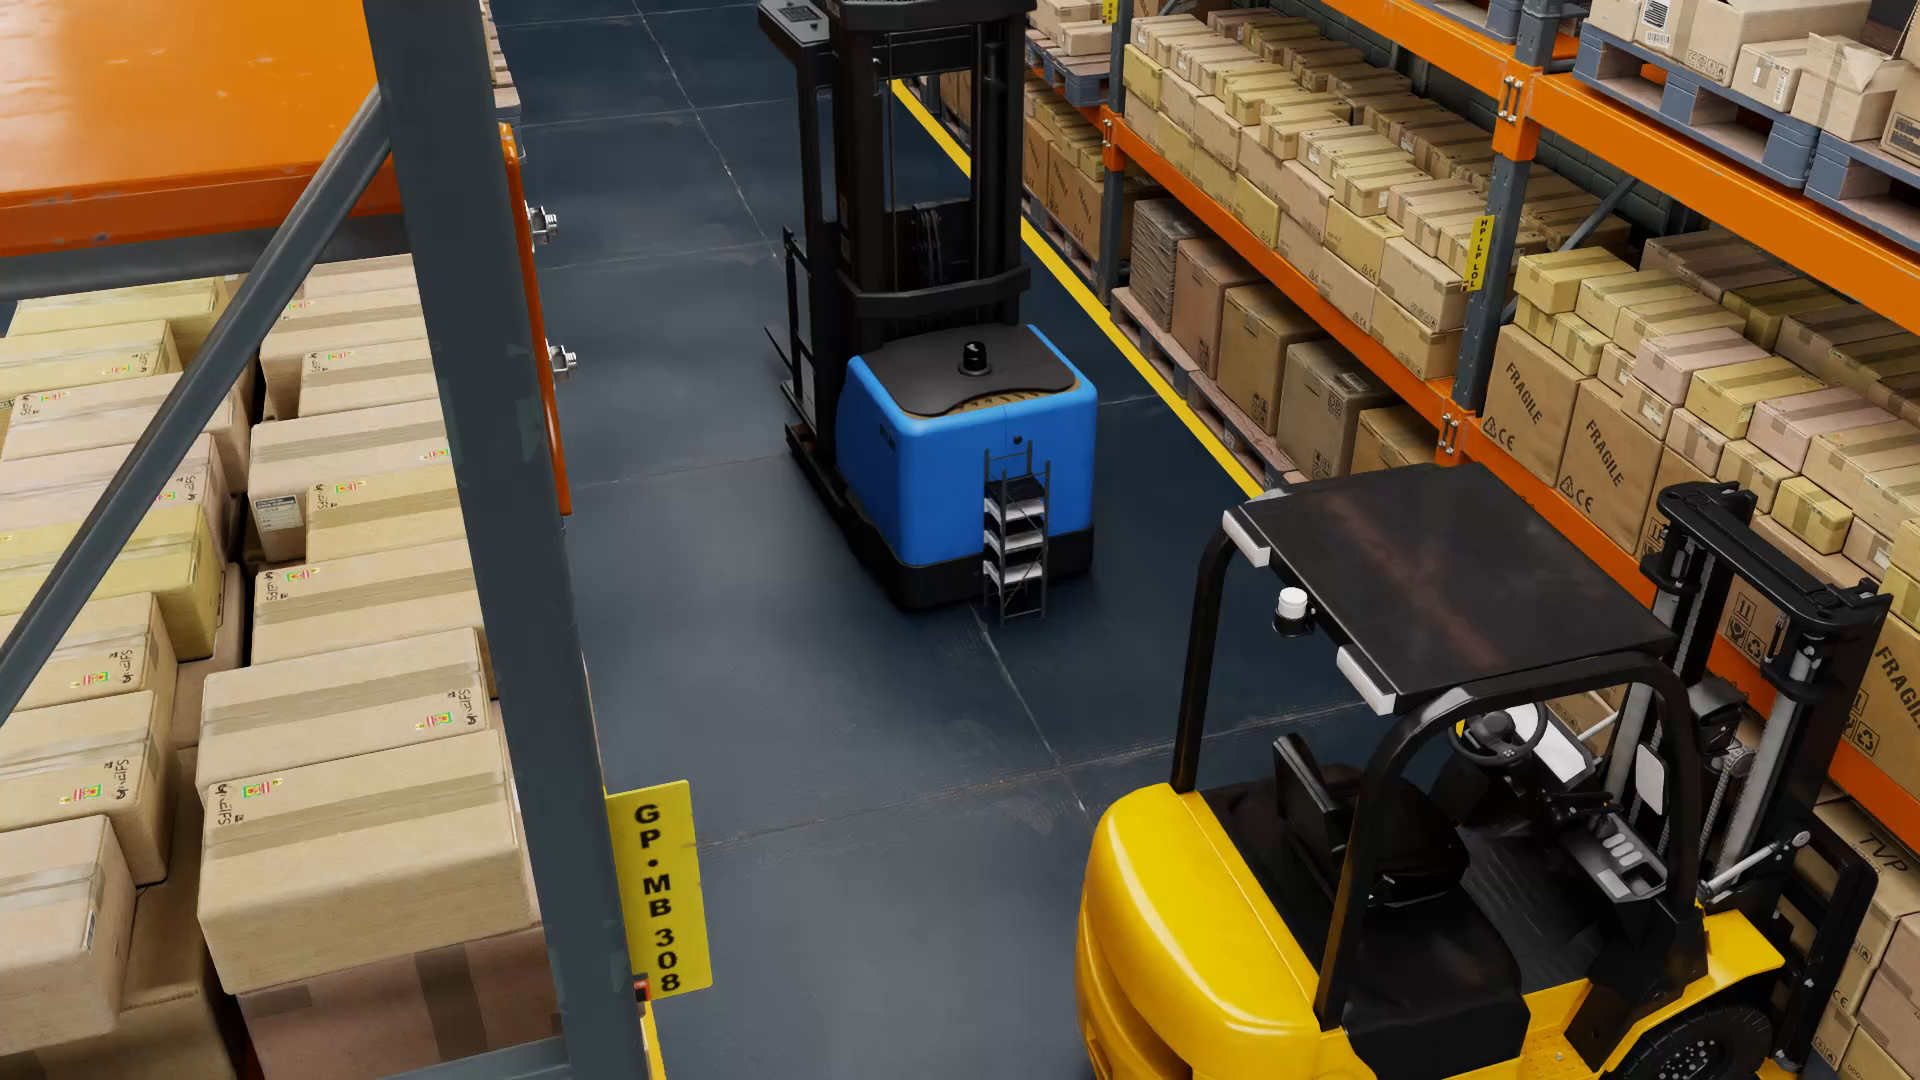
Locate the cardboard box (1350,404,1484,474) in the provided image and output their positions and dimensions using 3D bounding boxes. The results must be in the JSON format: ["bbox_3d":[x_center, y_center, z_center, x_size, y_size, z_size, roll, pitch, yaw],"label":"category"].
[{"bbox_3d":[2.474,-0.278,8.223,0.875,0.625,0.625,-8,34,-13],"label":"cardboard box"}]

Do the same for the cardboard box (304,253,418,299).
[{"bbox_3d":[-1.214,-0.537,3.625,0.380,0.149,0.250,-10,35,-14],"label":"cardboard box"}]

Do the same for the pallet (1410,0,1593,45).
[{"bbox_3d":[2.362,-2.454,7.196,0.805,0.209,1.217,-11,35,-17],"label":"pallet"}]

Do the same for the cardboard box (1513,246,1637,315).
[{"bbox_3d":[2.458,-1.041,6.656,0.380,0.149,0.250,-9,35,-14],"label":"cardboard box"}]

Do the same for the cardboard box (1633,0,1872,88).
[{"bbox_3d":[2.665,-1.775,5.604,0.500,0.311,0.500,-9,35,-14],"label":"cardboard box"}]

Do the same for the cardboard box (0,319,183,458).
[{"bbox_3d":[-1.746,-0.292,3.254,0.380,0.149,0.250,-9,35,-14],"label":"cardboard box"}]

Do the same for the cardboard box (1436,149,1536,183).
[{"bbox_3d":[2.536,-1.766,8.023,0.380,0.149,0.250,-10,35,-15],"label":"cardboard box"}]

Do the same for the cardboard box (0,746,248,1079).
[{"bbox_3d":[-1.275,0.579,2.299,0.500,0.250,0.500,-10,35,-15],"label":"cardboard box"}]

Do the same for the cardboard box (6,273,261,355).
[{"bbox_3d":[-1.902,-0.487,3.911,0.500,0.250,0.500,-10,35,-14],"label":"cardboard box"}]

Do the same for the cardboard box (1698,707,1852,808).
[{"bbox_3d":[2.954,0.846,5.955,0.500,0.250,0.500,-11,35,-16],"label":"cardboard box"}]

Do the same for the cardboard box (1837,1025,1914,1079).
[{"bbox_3d":[3.277,1.794,5.427,0.500,0.250,0.500,-10,35,-15],"label":"cardboard box"}]

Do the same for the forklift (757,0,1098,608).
[{"bbox_3d":[-0.347,-1.696,8.658,1.130,2.935,3.031,-13,35,-18],"label":"forklift"}]

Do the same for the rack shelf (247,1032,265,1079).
[{"bbox_3d":[-1.472,0.114,3.789,1.077,0.370,4.000,-10,35,-15],"label":"rack shelf"}]

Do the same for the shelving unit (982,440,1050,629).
[{"bbox_3d":[0.266,-0.019,7.962,0.258,0.900,0.210,-13,35,-18],"label":"shelving unit"}]

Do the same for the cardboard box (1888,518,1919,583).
[{"bbox_3d":[3.069,0.036,5.026,0.380,0.149,0.250,-9,35,-14],"label":"cardboard box"}]

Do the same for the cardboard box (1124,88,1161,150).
[{"bbox_3d":[1.326,-2.585,10.078,0.500,0.250,0.500,-10,35,-15],"label":"cardboard box"}]

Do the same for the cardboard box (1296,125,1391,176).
[{"bbox_3d":[1.910,-1.942,8.289,0.380,0.149,0.250,-10,35,-14],"label":"cardboard box"}]

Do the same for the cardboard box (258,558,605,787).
[{"bbox_3d":[-0.906,0.227,2.831,0.500,0.250,0.500,-11,35,-15],"label":"cardboard box"}]

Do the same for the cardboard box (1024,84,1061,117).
[{"bbox_3d":[0.654,-3.242,12.234,0.380,0.149,0.250,-12,35,-17],"label":"cardboard box"}]

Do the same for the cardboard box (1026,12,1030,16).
[{"bbox_3d":[0.750,-3.966,11.557,0.797,0.503,0.637,-11,35,-16],"label":"cardboard box"}]

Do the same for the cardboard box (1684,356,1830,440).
[{"bbox_3d":[2.796,-0.502,5.840,0.380,0.149,0.250,-11,35,-15],"label":"cardboard box"}]

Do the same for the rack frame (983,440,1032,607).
[{"bbox_3d":[0.228,-0.071,8.041,0.240,0.900,0.006,-13,35,-18],"label":"rack frame"}]

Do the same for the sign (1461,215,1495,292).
[{"bbox_3d":[2.130,-1.175,6.830,0.100,0.325,0.005,-10,35,-15],"label":"sign"}]

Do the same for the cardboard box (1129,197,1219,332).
[{"bbox_3d":[1.601,-1.777,10.491,0.875,0.625,0.625,-9,34,-13],"label":"cardboard box"}]

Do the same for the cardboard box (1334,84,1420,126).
[{"bbox_3d":[2.202,-2.295,8.823,0.380,0.149,0.250,-9,35,-13],"label":"cardboard box"}]

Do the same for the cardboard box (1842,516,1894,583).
[{"bbox_3d":[3.086,0.015,5.327,0.380,0.149,0.250,-10,35,-15],"label":"cardboard box"}]

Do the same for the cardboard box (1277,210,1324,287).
[{"bbox_3d":[1.960,-1.509,8.448,0.500,0.250,0.500,-10,35,-14],"label":"cardboard box"}]

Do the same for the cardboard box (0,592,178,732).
[{"bbox_3d":[-1.384,0.235,2.457,0.380,0.149,0.250,-10,35,-15],"label":"cardboard box"}]

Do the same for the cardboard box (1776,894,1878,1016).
[{"bbox_3d":[3.097,1.306,5.712,0.500,0.250,0.500,-11,35,-16],"label":"cardboard box"}]

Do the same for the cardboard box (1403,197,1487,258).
[{"bbox_3d":[2.232,-1.409,7.482,0.380,0.149,0.250,-11,35,-15],"label":"cardboard box"}]

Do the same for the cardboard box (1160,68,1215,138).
[{"bbox_3d":[1.478,-2.531,9.542,0.500,0.250,0.500,-9,34,-13],"label":"cardboard box"}]

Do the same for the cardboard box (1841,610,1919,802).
[{"bbox_3d":[3.158,0.479,5.213,0.500,0.500,0.500,-11,35,-16],"label":"cardboard box"}]

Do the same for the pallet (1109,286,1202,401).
[{"bbox_3d":[1.638,-1.320,10.556,1.003,0.211,1.213,-10,35,-15],"label":"pallet"}]

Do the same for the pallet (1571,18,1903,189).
[{"bbox_3d":[2.929,-1.593,5.799,1.003,0.211,1.213,-10,35,-15],"label":"pallet"}]

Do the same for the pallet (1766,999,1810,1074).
[{"bbox_3d":[3.222,1.408,6.428,1.003,0.211,1.213,-10,35,-15],"label":"pallet"}]

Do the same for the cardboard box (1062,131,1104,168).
[{"bbox_3d":[0.919,-2.680,11.382,0.380,0.149,0.250,-12,35,-17],"label":"cardboard box"}]

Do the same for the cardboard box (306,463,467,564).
[{"bbox_3d":[-0.891,-0.001,2.814,0.380,0.149,0.250,-10,35,-15],"label":"cardboard box"}]

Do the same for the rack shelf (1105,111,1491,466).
[{"bbox_3d":[2.034,-1.572,9.060,1.077,0.370,4.000,-10,35,-15],"label":"rack shelf"}]

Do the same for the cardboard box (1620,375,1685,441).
[{"bbox_3d":[2.682,-0.513,6.126,0.380,0.149,0.250,-9,35,-14],"label":"cardboard box"}]

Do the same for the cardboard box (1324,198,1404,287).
[{"bbox_3d":[2.087,-1.451,7.908,0.500,0.250,0.500,-11,35,-16],"label":"cardboard box"}]

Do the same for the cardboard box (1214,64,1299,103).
[{"bbox_3d":[1.623,-2.485,9.110,0.380,0.149,0.250,-10,35,-14],"label":"cardboard box"}]

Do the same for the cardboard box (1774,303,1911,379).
[{"bbox_3d":[3.295,-0.745,6.208,0.380,0.149,0.250,-11,35,-16],"label":"cardboard box"}]

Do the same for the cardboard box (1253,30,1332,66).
[{"bbox_3d":[1.923,-2.833,9.637,0.380,0.149,0.250,-10,35,-15],"label":"cardboard box"}]

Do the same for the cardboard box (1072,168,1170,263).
[{"bbox_3d":[1.090,-2.240,11.306,0.500,0.500,0.500,-9,35,-13],"label":"cardboard box"}]

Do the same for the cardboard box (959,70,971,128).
[{"bbox_3d":[0.309,-3.585,13.340,0.500,0.500,0.500,-10,35,-15],"label":"cardboard box"}]

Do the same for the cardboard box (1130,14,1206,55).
[{"bbox_3d":[1.240,-3.017,9.916,0.380,0.149,0.250,-9,35,-13],"label":"cardboard box"}]

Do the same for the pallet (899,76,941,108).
[{"bbox_3d":[-0.005,-4.219,14.944,1.003,0.211,1.213,-10,35,-15],"label":"pallet"}]

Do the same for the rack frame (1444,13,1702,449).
[{"bbox_3d":[2.644,-0.822,7.273,1.000,3.000,0.127,-10,35,-15],"label":"rack frame"}]

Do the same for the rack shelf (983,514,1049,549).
[{"bbox_3d":[0.266,-0.066,7.931,0.258,0.077,0.200,-13,35,-18],"label":"rack shelf"}]

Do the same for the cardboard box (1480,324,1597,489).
[{"bbox_3d":[2.530,-0.587,6.826,0.500,0.500,0.500,-11,35,-16],"label":"cardboard box"}]
